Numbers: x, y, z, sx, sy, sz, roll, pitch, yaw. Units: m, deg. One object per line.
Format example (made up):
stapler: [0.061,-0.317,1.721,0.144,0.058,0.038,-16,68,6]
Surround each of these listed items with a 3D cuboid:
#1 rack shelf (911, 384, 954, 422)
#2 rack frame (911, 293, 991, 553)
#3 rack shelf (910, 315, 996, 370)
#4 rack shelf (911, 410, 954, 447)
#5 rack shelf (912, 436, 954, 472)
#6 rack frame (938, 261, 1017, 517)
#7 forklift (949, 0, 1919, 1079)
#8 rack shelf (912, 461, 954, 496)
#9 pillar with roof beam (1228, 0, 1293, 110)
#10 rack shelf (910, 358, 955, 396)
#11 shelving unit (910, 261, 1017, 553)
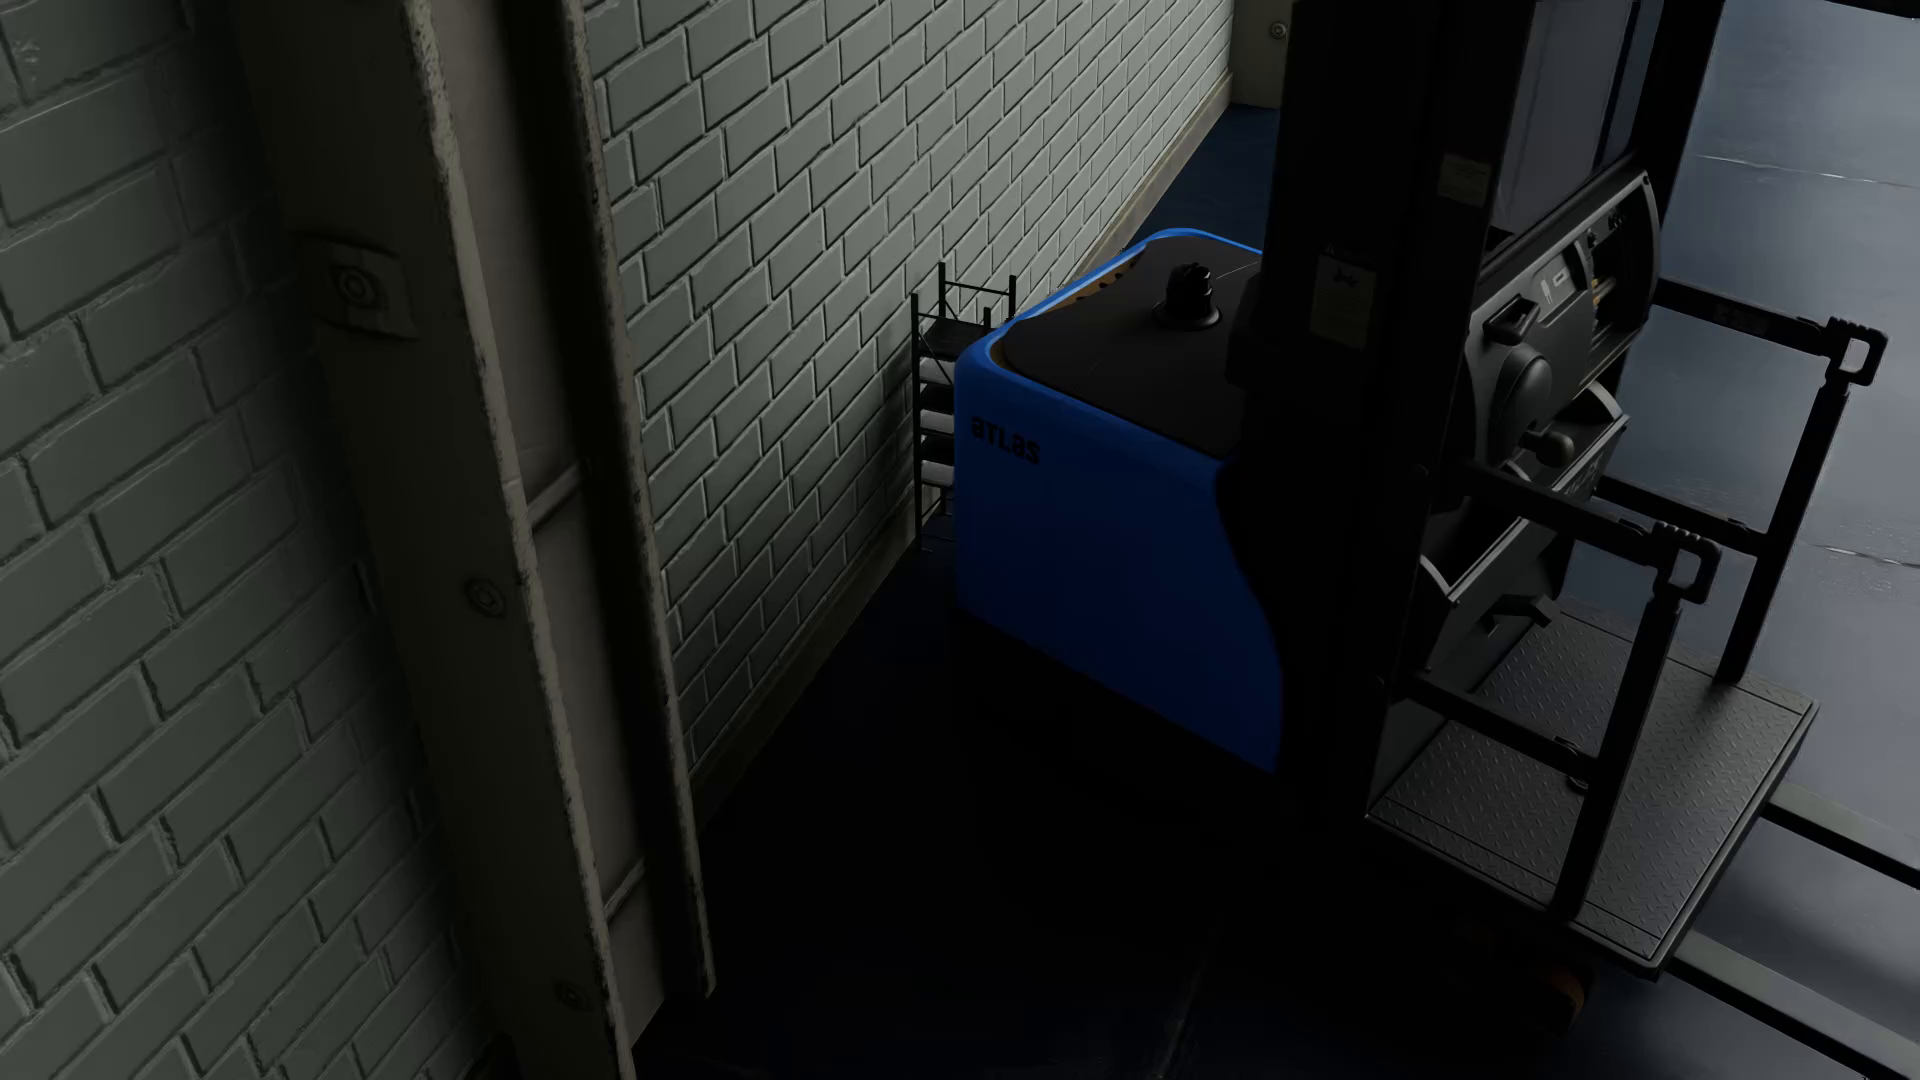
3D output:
rack shelf: [0.012,-0.409,4.951,0.258,0.077,0.200,13,39,17]
rack frame: [-0.026,-0.307,4.910,0.240,0.900,0.006,13,39,17]
rack shelf: [0.012,-0.554,4.844,0.258,0.077,0.200,13,39,17]
rack shelf: [0.012,-0.337,5.005,0.258,0.077,0.200,13,39,17]
rack shelf: [0.012,-0.265,5.059,0.258,0.077,0.200,13,39,17]
rack frame: [0.049,-0.421,5.061,0.240,0.900,0.006,13,39,17]
forklift: [1.423,-0.422,3.367,3.031,2.935,1.130,27,44,31]
rack shelf: [0.012,-0.193,5.113,0.258,0.077,0.200,13,39,17]
pillar with roof beam: [5.483,-4.843,4.212,9.100,9.000,0.400,14,39,18]
rack shelf: [0.012,-0.481,4.898,0.258,0.077,0.200,13,39,17]
shelving unit: [0.012,-0.364,4.985,0.258,0.900,0.210,13,39,17]
